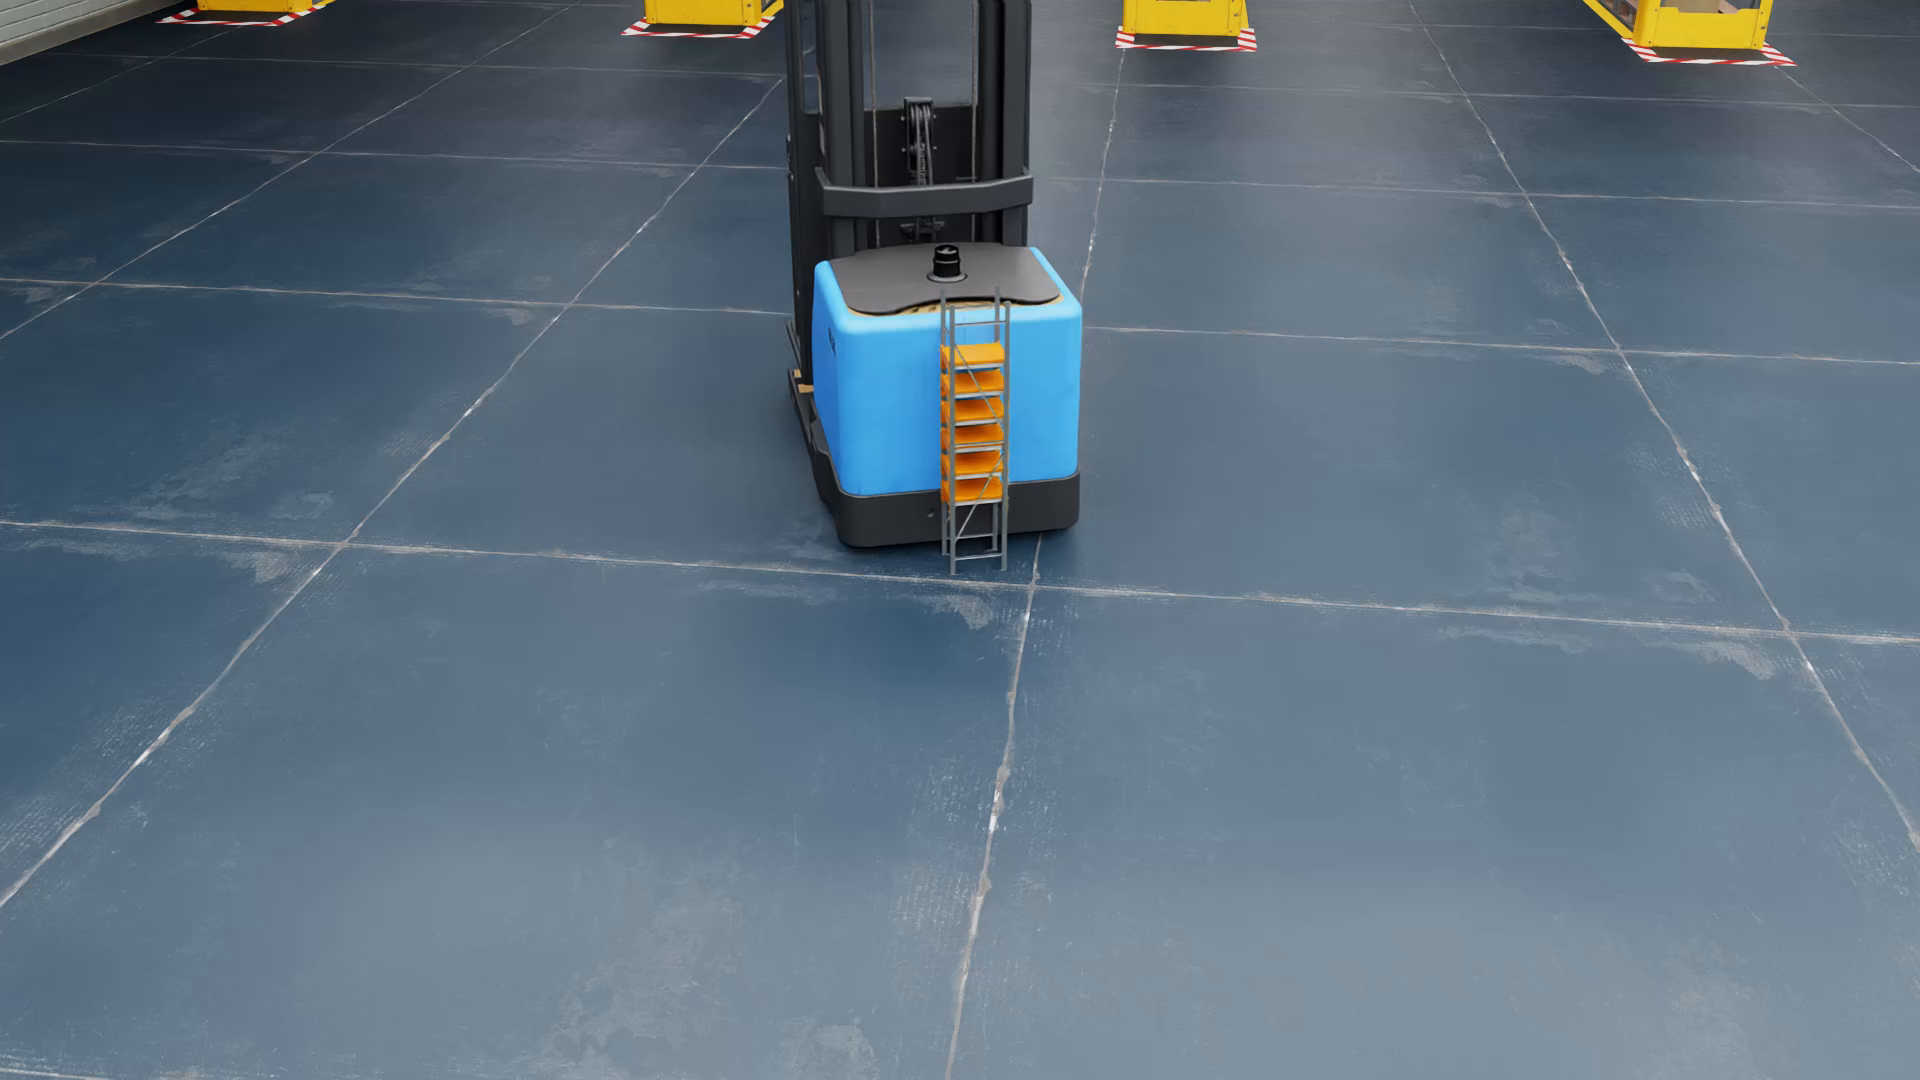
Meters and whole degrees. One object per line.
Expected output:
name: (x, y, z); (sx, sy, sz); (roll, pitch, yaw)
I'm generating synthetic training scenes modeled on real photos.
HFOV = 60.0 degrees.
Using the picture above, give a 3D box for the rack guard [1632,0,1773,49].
rack guard: (7.193, -5.063, 16.121); (1.175, 0.500, 0.348); (3, 28, 6)

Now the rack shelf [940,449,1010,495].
rack shelf: (0.060, -0.284, 6.859); (0.258, 0.103, 0.180); (-5, 29, -10)

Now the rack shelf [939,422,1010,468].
rack shelf: (0.060, -0.390, 6.802); (0.258, 0.103, 0.180); (-5, 29, -10)

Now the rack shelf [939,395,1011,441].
rack shelf: (0.060, -0.495, 6.745); (0.258, 0.103, 0.180); (-5, 29, -10)

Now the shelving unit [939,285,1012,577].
shelving unit: (0.060, -0.429, 6.781); (0.258, 1.200, 0.189); (-5, 29, -10)

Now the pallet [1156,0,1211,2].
pallet: (2.336, -5.608, 17.438); (1.003, 0.211, 1.213); (3, 28, 6)

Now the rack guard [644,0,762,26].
rack guard: (-2.650, -5.593, 17.105); (1.175, 0.500, 0.348); (3, 28, 6)

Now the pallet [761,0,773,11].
pallet: (-2.595, -5.840, 17.867); (1.003, 0.211, 1.213); (3, 28, 6)

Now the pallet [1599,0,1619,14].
pallet: (7.480, -5.889, 17.958); (1.003, 0.211, 1.213); (3, 28, 6)

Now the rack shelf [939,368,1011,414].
rack shelf: (0.060, -0.601, 6.688); (0.258, 0.103, 0.180); (-5, 29, -10)

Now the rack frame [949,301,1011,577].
rack frame: (0.078, -0.386, 6.702); (0.240, 1.200, 0.006); (-5, 29, -10)

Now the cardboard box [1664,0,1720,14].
cardboard box: (7.277, -5.505, 16.498); (0.500, 0.500, 0.500); (9, 30, 16)

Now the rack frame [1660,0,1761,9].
rack frame: (7.184, -6.128, 15.461); (1.000, 3.000, 0.127); (3, 28, 6)

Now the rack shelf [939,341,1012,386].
rack shelf: (0.060, -0.706, 6.631); (0.258, 0.103, 0.180); (-5, 29, -10)

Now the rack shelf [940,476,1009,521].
rack shelf: (0.060, -0.178, 6.916); (0.258, 0.103, 0.180); (-5, 29, -10)

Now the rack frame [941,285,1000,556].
rack frame: (0.042, -0.471, 6.860); (0.240, 1.200, 0.006); (-5, 29, -10)

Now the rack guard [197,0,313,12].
rack guard: (-7.555, -5.927, 17.724); (1.175, 0.500, 0.348); (3, 28, 6)

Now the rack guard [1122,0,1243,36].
rack guard: (2.231, -5.354, 16.660); (1.175, 0.500, 0.348); (3, 28, 6)

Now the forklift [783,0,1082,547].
forklift: (-0.275, -1.940, 7.761); (1.130, 2.935, 3.031); (-5, 29, -10)

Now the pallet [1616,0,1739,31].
pallet: (7.328, -5.316, 16.895); (1.003, 0.211, 1.213); (3, 28, 6)

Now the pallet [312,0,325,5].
pallet: (-7.420, -6.180, 18.498); (1.003, 0.211, 1.213); (3, 28, 6)
